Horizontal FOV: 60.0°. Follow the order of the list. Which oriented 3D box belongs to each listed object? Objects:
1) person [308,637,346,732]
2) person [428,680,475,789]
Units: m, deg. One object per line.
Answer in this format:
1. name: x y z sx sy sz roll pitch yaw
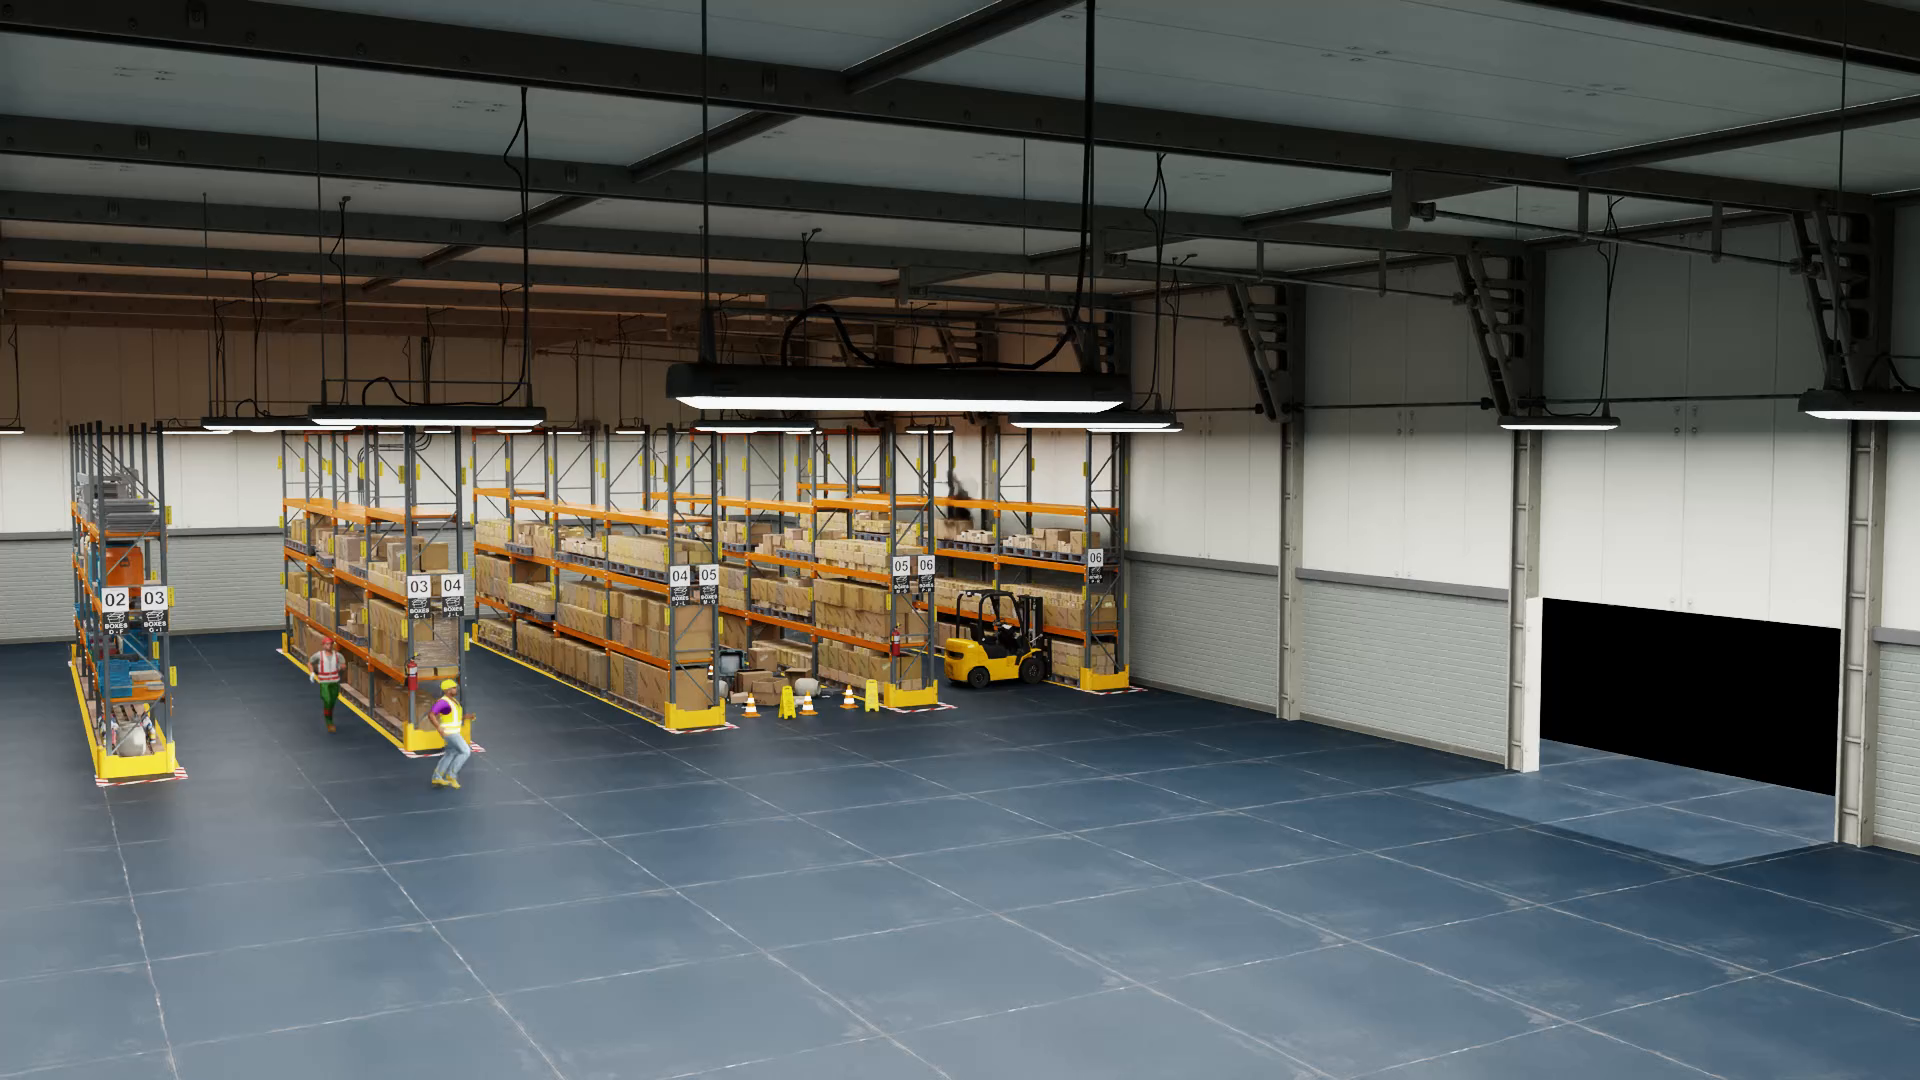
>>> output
1. person: -12.340 2.794 32.505 0.656 1.810 0.930 -3 5 -40
2. person: -8.282 3.167 27.130 0.720 1.785 0.672 0 4 -8
